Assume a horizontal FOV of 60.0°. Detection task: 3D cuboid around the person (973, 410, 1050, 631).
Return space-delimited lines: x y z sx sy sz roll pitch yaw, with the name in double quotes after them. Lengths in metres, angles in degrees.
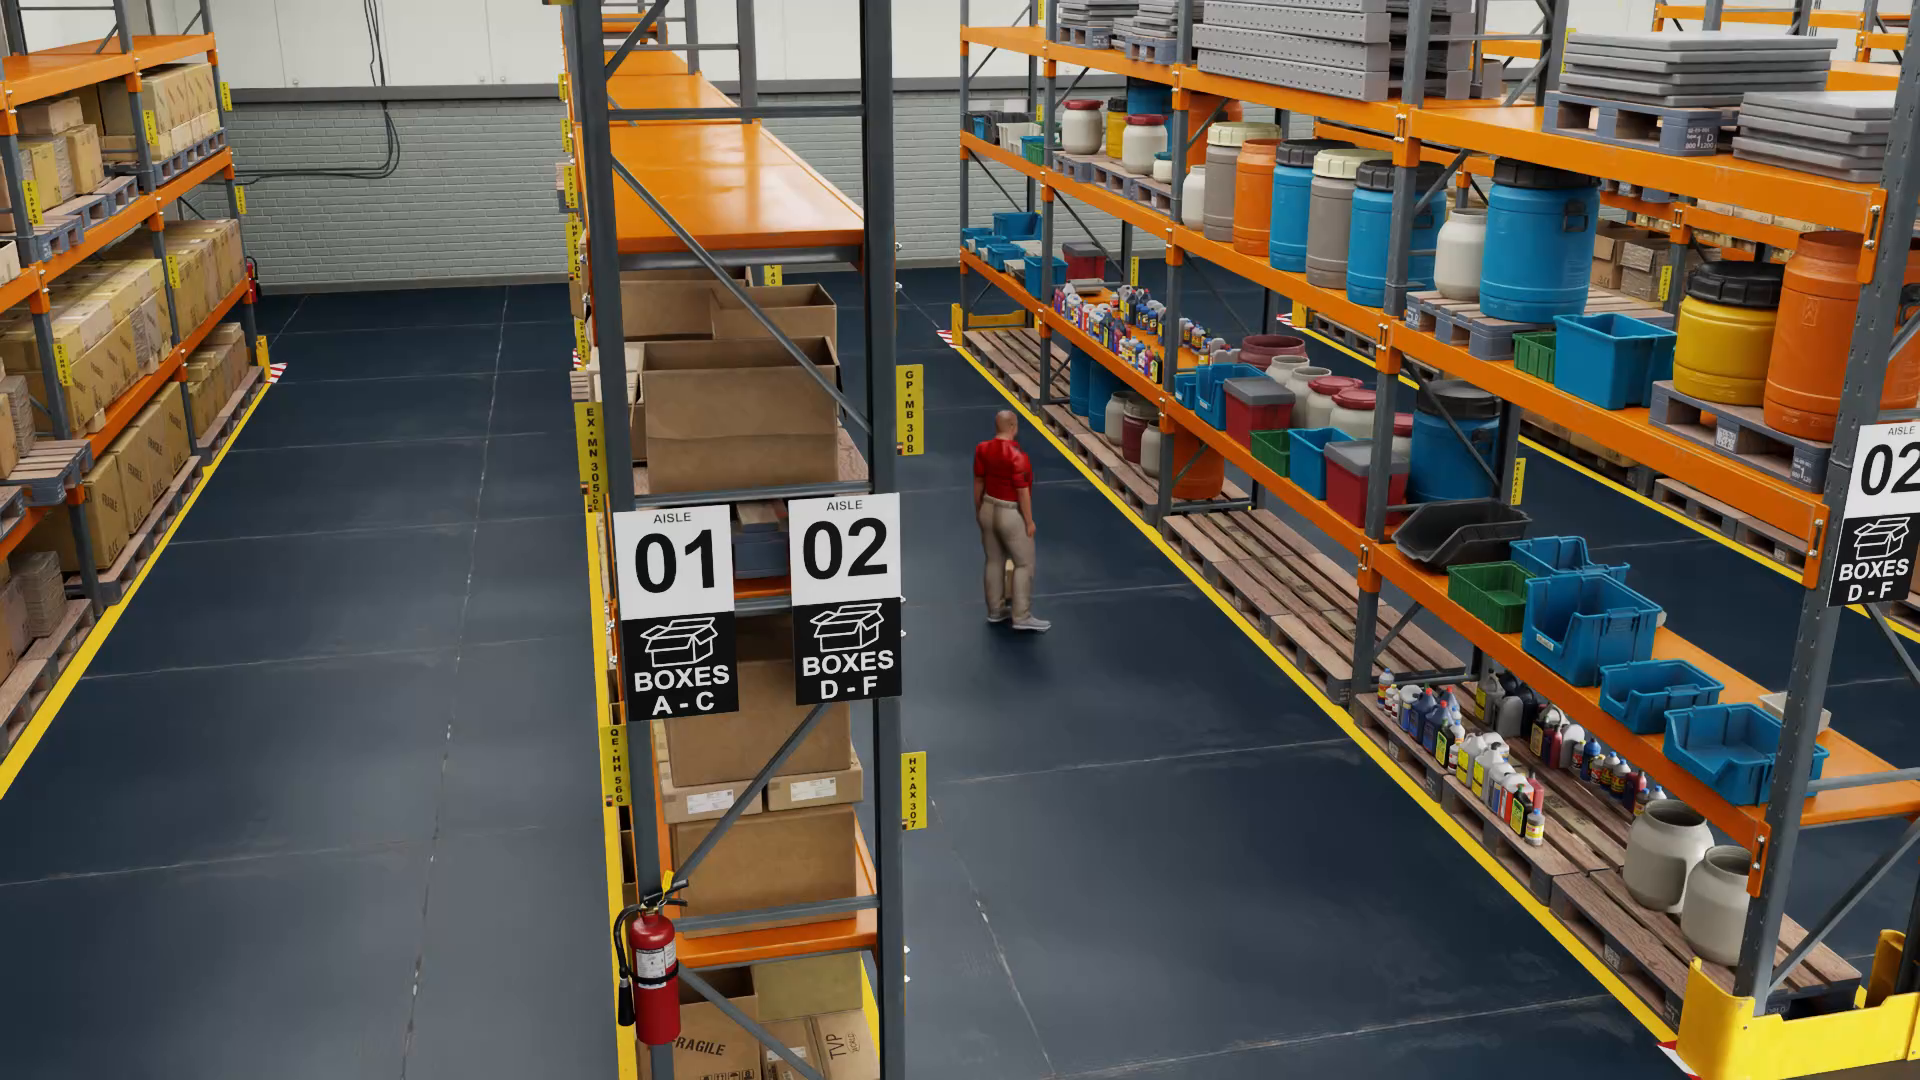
0.391 -0.161 12.863 0.638 1.745 0.385 17 25 39 "person"
